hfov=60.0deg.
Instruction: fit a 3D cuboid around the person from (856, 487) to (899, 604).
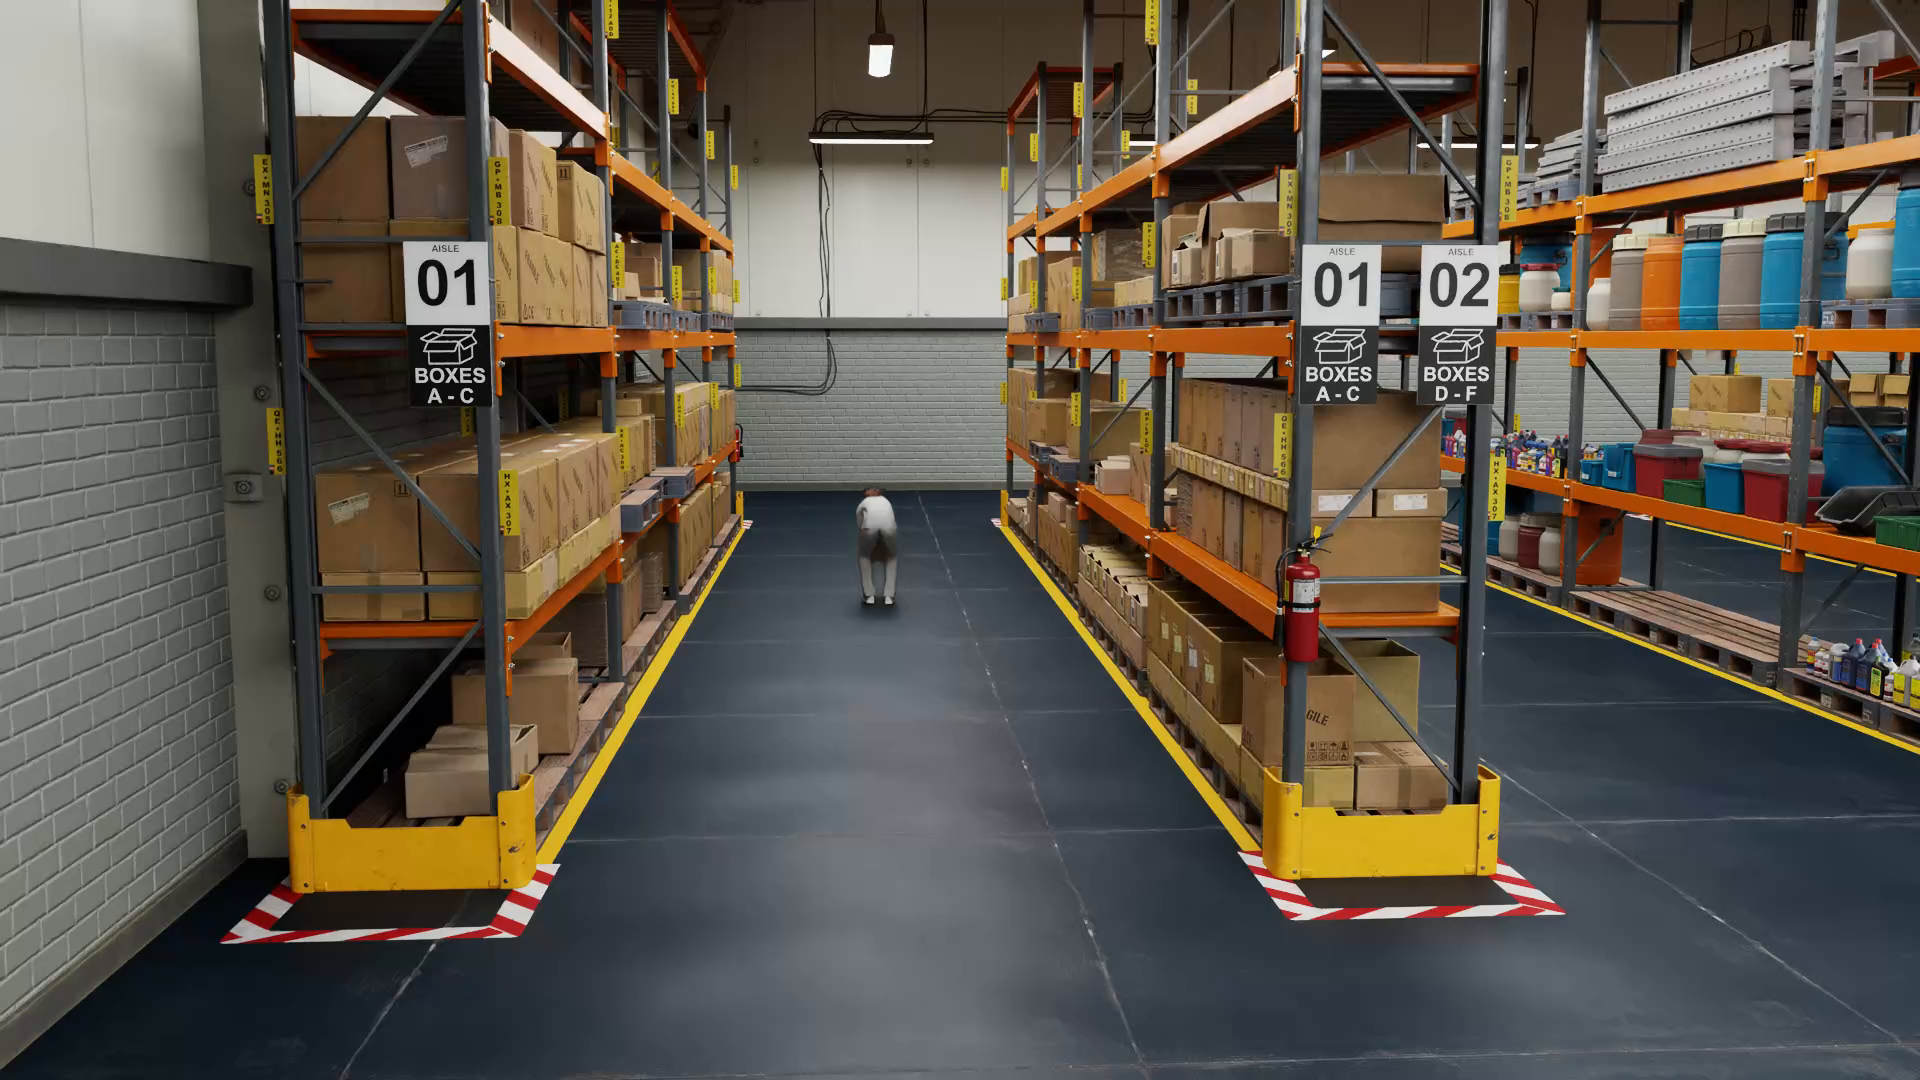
[{"bbox_3d":[-0.863,0.056,17.403,0.432,1.169,0.845,-1,7,-6],"label":"person"}]
